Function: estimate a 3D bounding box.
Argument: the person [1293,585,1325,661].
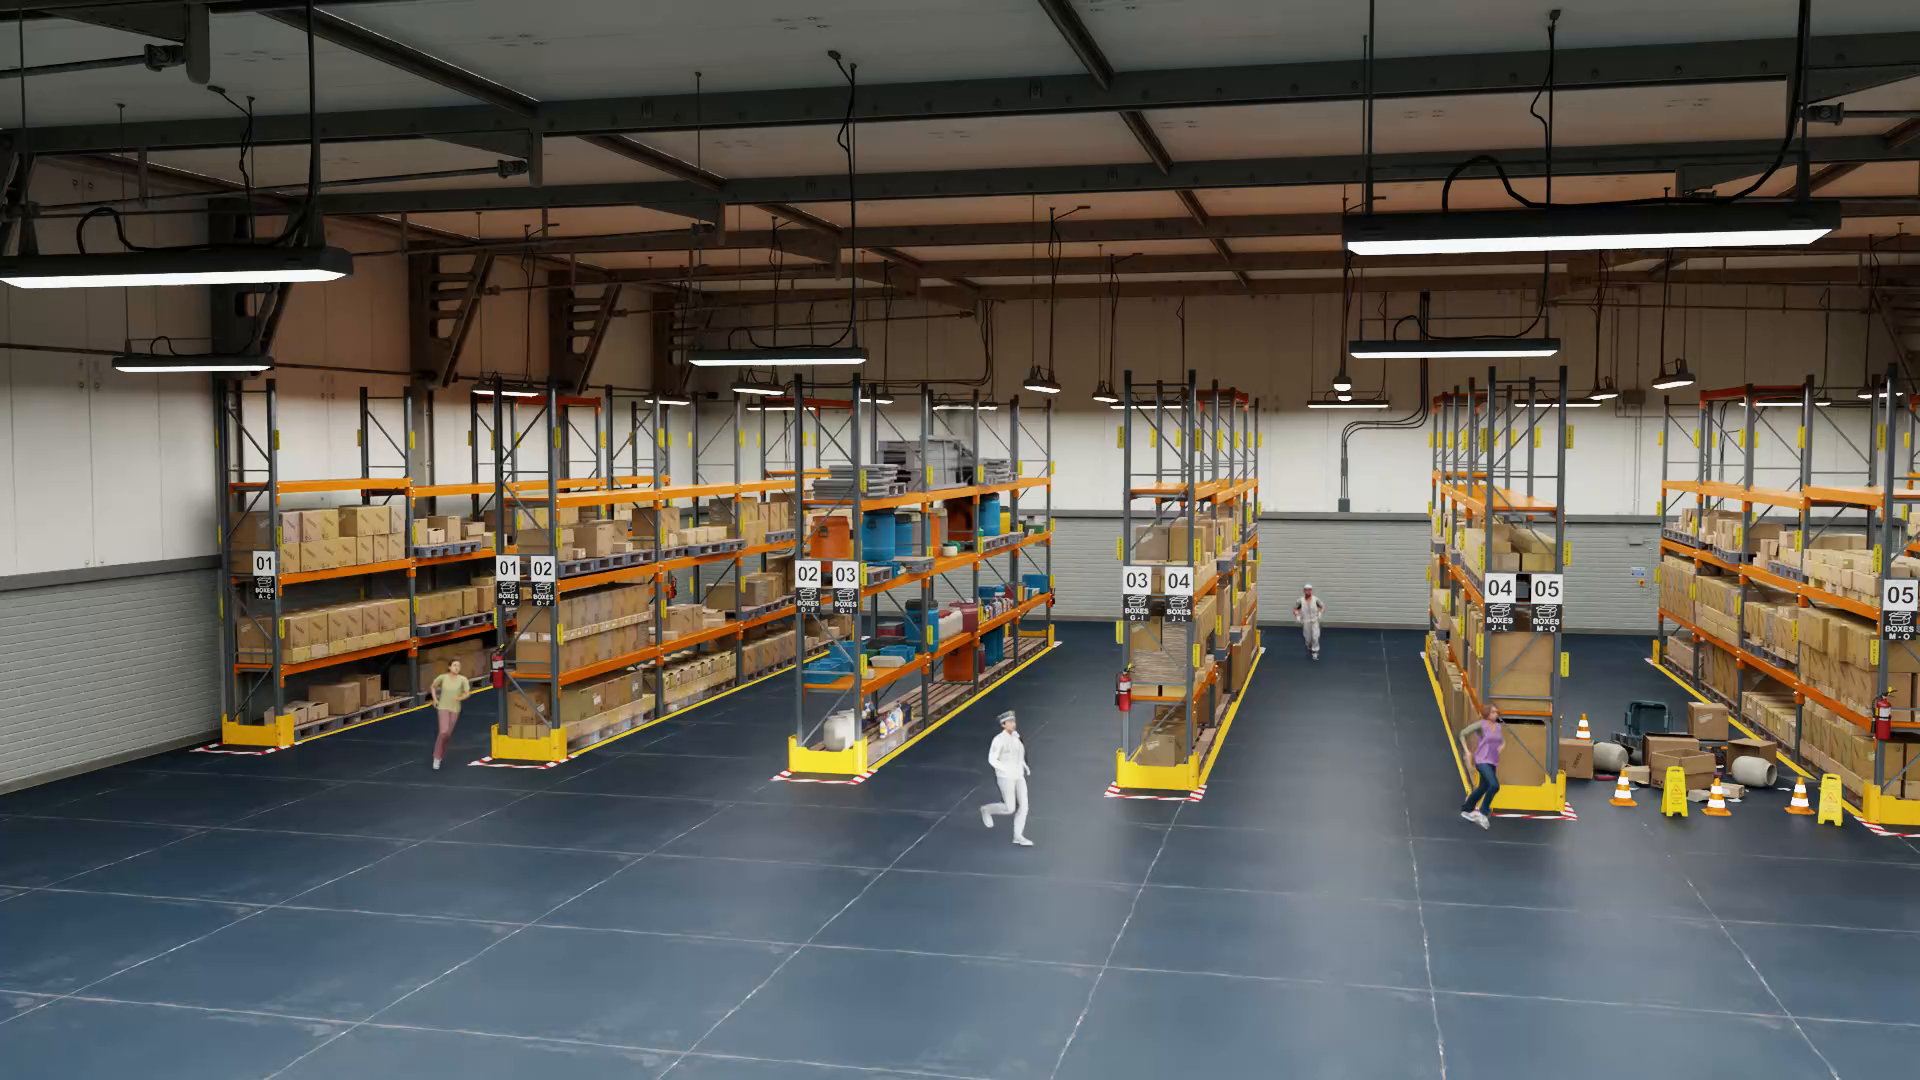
[{"bbox_3d":[7.952,1.876,37.853,0.713,1.727,0.644,0,3,7],"label":"person"}]

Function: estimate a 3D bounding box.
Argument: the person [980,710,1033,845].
[{"bbox_3d":[0.620,2.937,20.717,0.773,1.657,0.633,3,5,43],"label":"person"}]

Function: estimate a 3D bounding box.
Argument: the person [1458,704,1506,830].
[{"bbox_3d":[6.802,2.916,21.570,0.539,1.597,0.642,-2,4,-34],"label":"person"}]

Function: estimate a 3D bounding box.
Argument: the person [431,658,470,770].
[{"bbox_3d":[-7.849,2.649,25.579,0.604,1.680,0.641,-2,4,-28],"label":"person"}]
